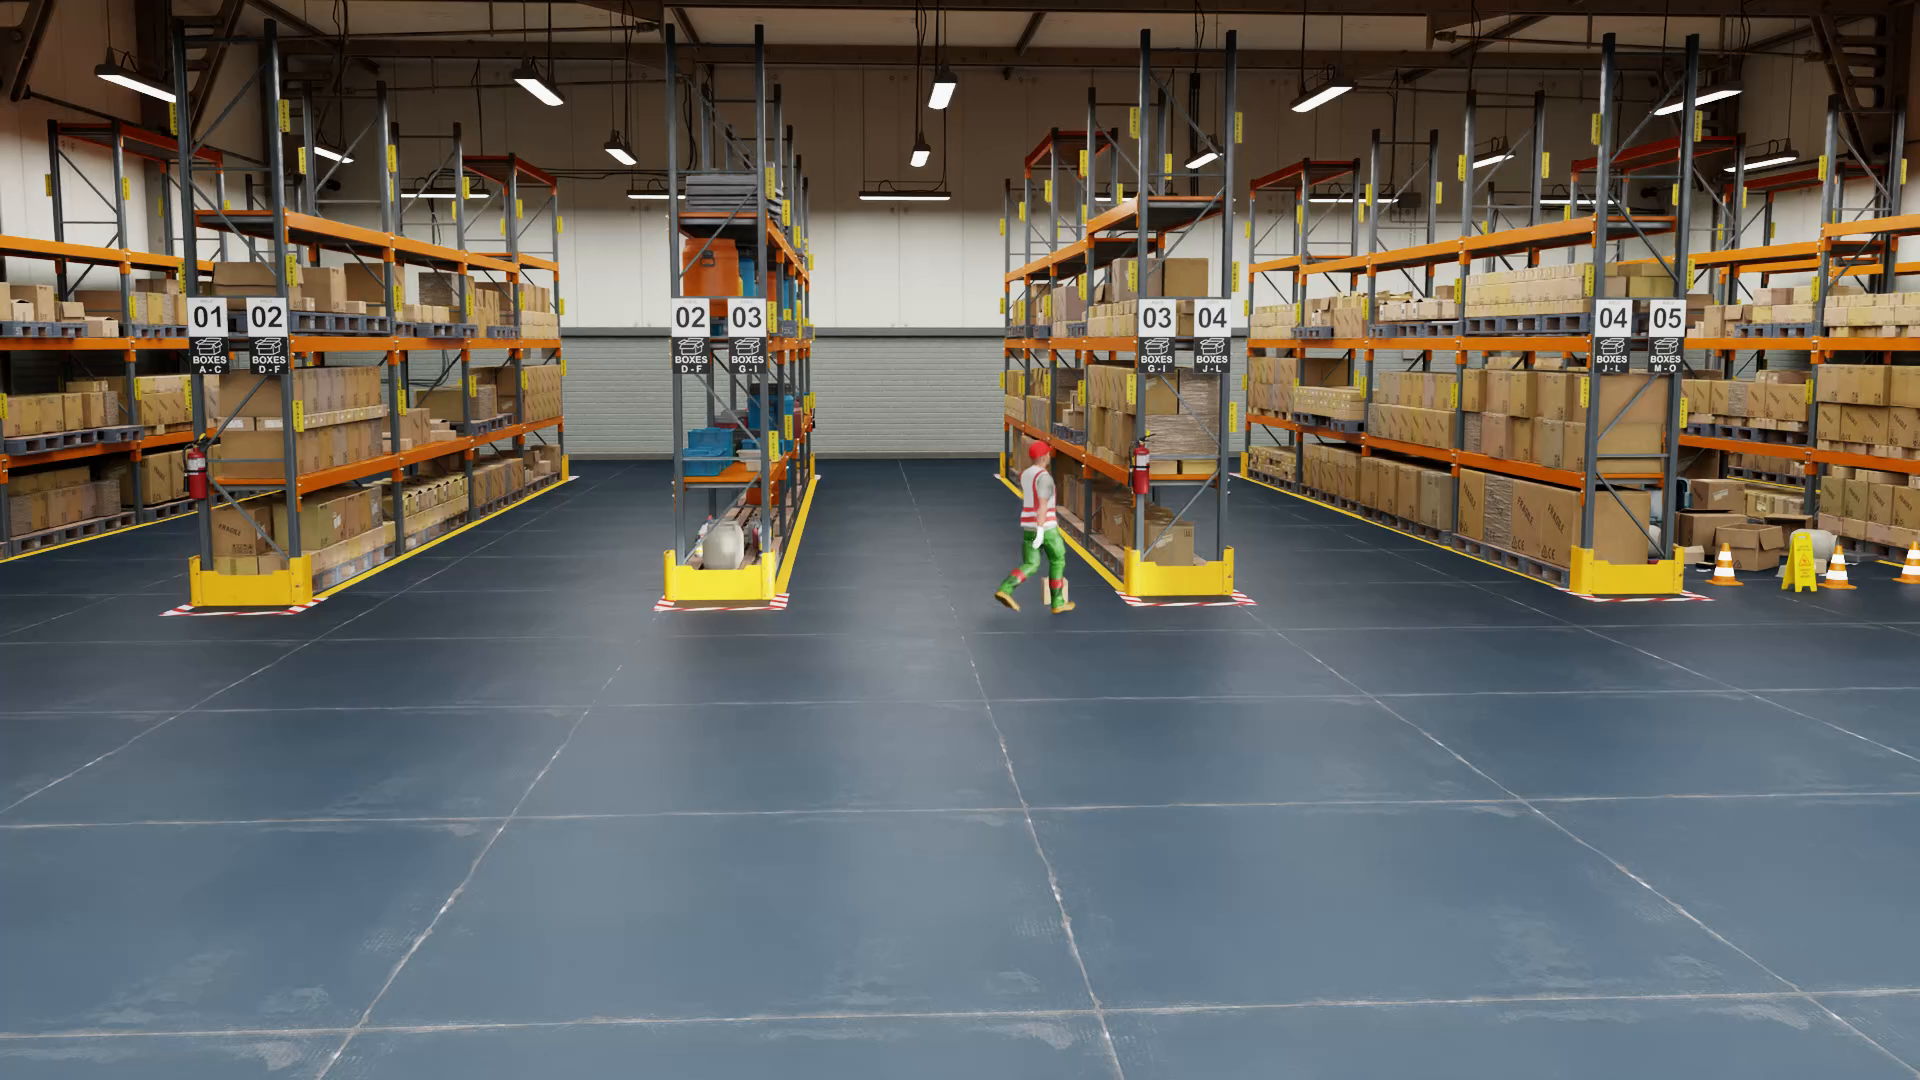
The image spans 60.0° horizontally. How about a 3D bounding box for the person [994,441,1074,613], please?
[{"bbox_3d":[0.773,-0.121,16.723,0.936,1.755,0.575,-4,8,-33],"label":"person"}]
